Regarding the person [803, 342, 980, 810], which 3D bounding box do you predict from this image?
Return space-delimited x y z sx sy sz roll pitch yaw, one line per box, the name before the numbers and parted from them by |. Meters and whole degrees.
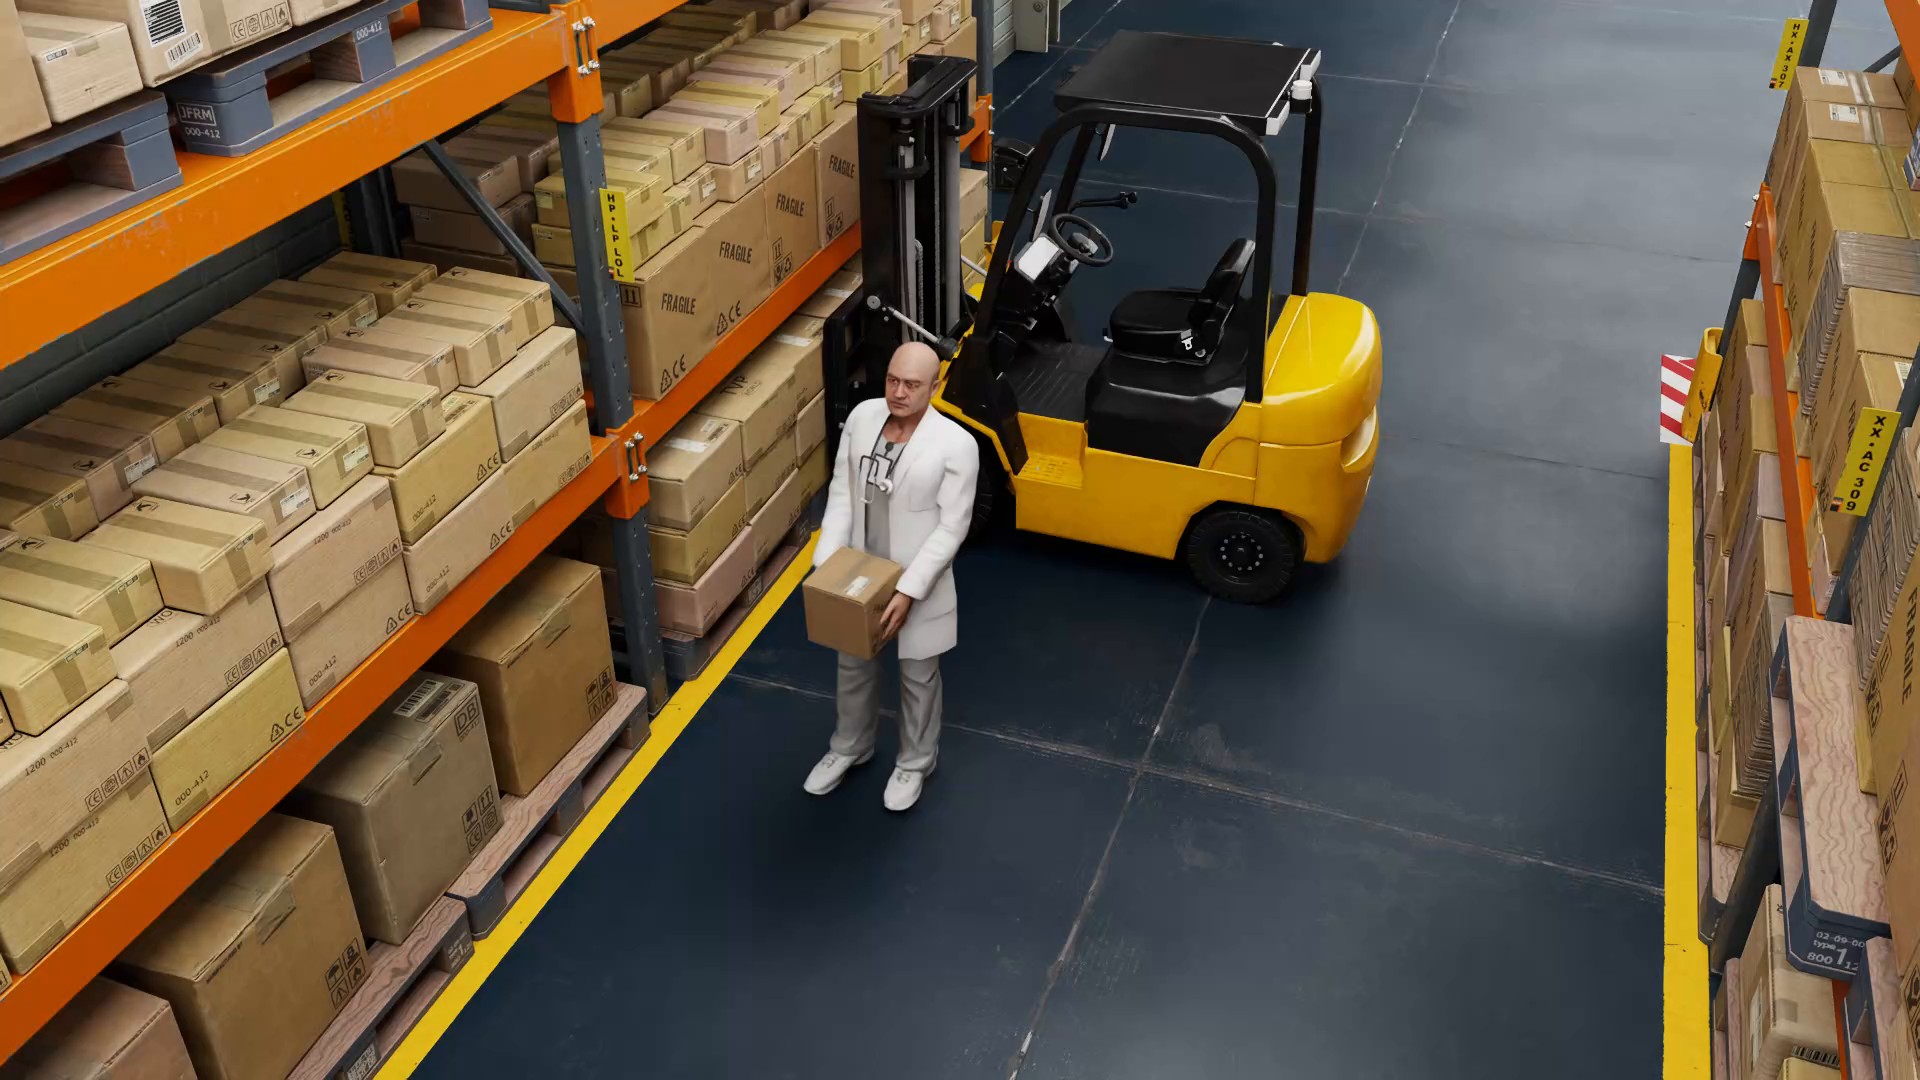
person | -0.251 0.170 5.885 0.557 1.780 0.522 17 36 24
